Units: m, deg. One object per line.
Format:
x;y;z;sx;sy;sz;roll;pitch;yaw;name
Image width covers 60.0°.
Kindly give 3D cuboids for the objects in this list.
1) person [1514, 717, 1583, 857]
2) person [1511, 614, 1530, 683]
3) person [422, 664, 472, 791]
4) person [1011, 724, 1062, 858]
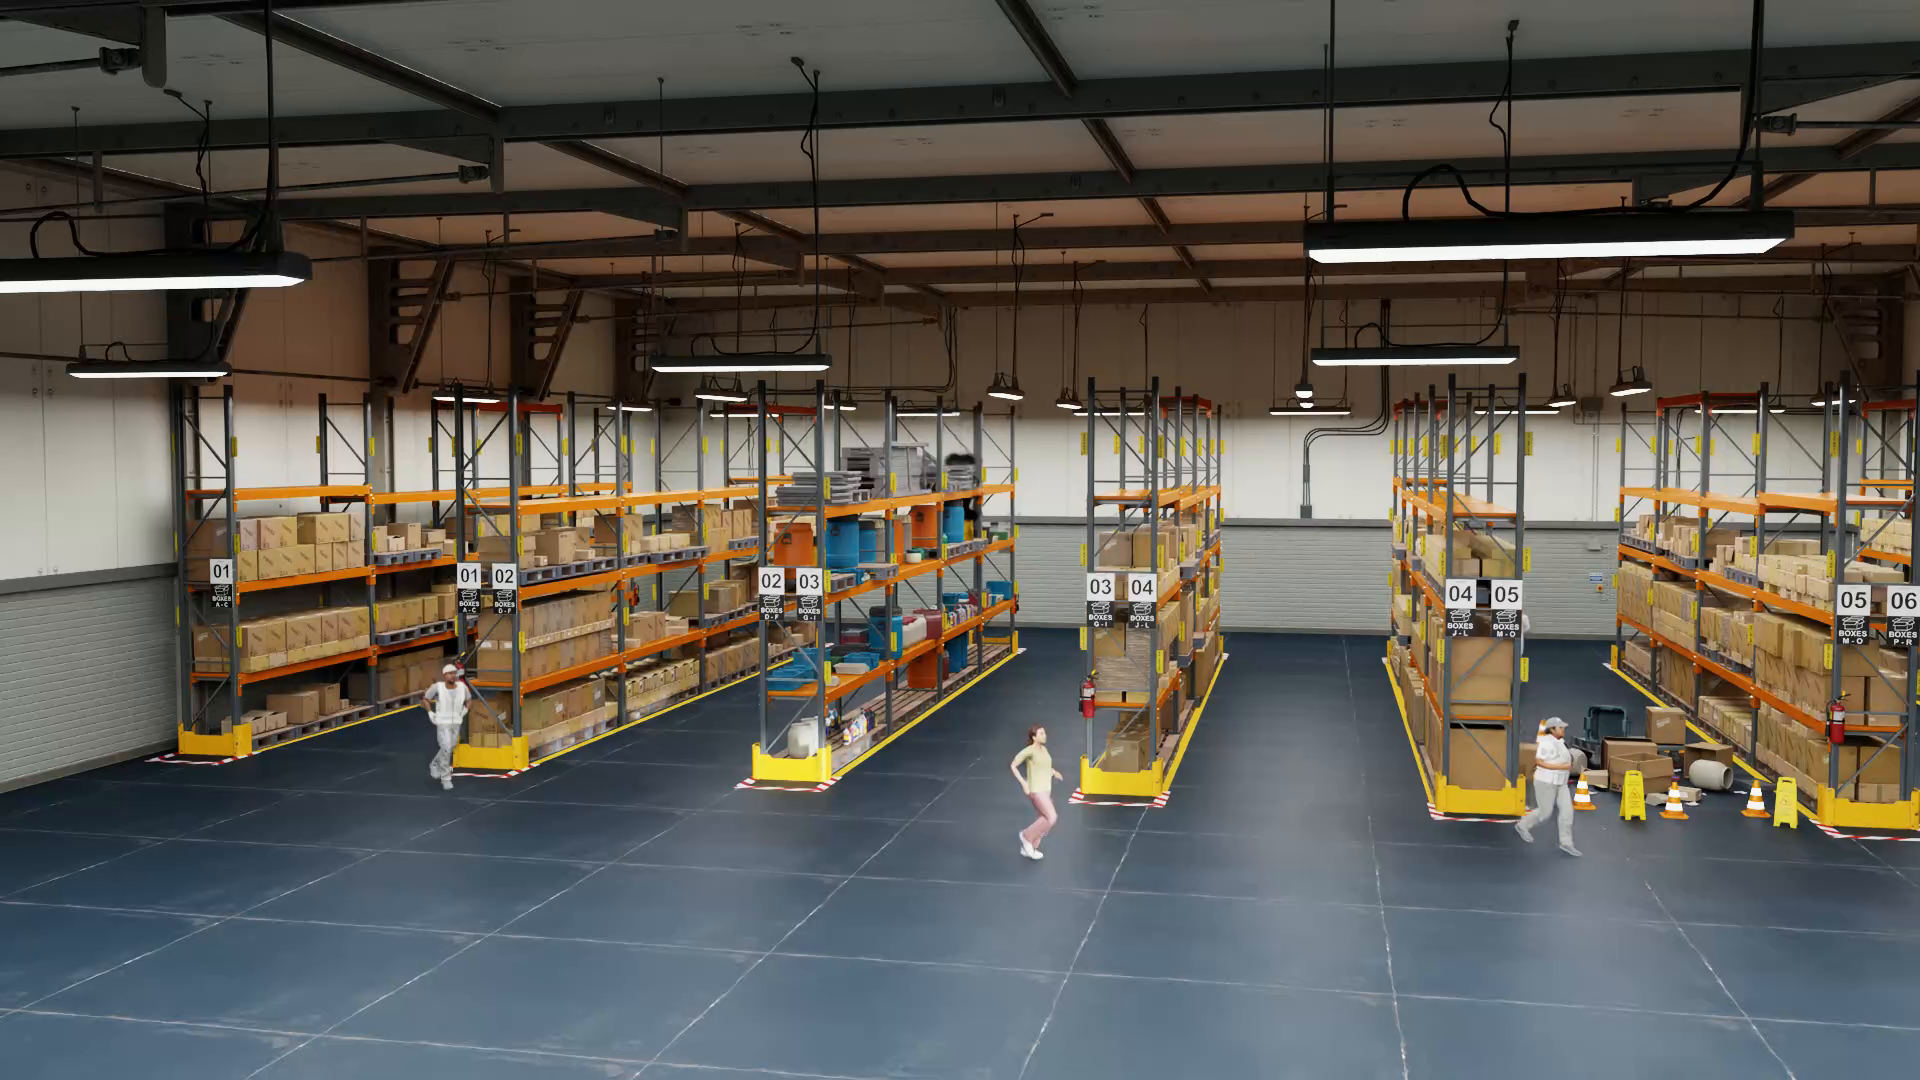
7.273;3.026;20.554;0.592;1.688;0.866;-3;4;-42;person
11.666;2.163;35.195;0.737;1.795;0.735;1;3;14;person
-7.573;2.727;24.626;0.685;1.806;0.868;-3;4;-43;person
0.975;3.057;20.130;0.570;1.619;0.563;2;4;34;person
